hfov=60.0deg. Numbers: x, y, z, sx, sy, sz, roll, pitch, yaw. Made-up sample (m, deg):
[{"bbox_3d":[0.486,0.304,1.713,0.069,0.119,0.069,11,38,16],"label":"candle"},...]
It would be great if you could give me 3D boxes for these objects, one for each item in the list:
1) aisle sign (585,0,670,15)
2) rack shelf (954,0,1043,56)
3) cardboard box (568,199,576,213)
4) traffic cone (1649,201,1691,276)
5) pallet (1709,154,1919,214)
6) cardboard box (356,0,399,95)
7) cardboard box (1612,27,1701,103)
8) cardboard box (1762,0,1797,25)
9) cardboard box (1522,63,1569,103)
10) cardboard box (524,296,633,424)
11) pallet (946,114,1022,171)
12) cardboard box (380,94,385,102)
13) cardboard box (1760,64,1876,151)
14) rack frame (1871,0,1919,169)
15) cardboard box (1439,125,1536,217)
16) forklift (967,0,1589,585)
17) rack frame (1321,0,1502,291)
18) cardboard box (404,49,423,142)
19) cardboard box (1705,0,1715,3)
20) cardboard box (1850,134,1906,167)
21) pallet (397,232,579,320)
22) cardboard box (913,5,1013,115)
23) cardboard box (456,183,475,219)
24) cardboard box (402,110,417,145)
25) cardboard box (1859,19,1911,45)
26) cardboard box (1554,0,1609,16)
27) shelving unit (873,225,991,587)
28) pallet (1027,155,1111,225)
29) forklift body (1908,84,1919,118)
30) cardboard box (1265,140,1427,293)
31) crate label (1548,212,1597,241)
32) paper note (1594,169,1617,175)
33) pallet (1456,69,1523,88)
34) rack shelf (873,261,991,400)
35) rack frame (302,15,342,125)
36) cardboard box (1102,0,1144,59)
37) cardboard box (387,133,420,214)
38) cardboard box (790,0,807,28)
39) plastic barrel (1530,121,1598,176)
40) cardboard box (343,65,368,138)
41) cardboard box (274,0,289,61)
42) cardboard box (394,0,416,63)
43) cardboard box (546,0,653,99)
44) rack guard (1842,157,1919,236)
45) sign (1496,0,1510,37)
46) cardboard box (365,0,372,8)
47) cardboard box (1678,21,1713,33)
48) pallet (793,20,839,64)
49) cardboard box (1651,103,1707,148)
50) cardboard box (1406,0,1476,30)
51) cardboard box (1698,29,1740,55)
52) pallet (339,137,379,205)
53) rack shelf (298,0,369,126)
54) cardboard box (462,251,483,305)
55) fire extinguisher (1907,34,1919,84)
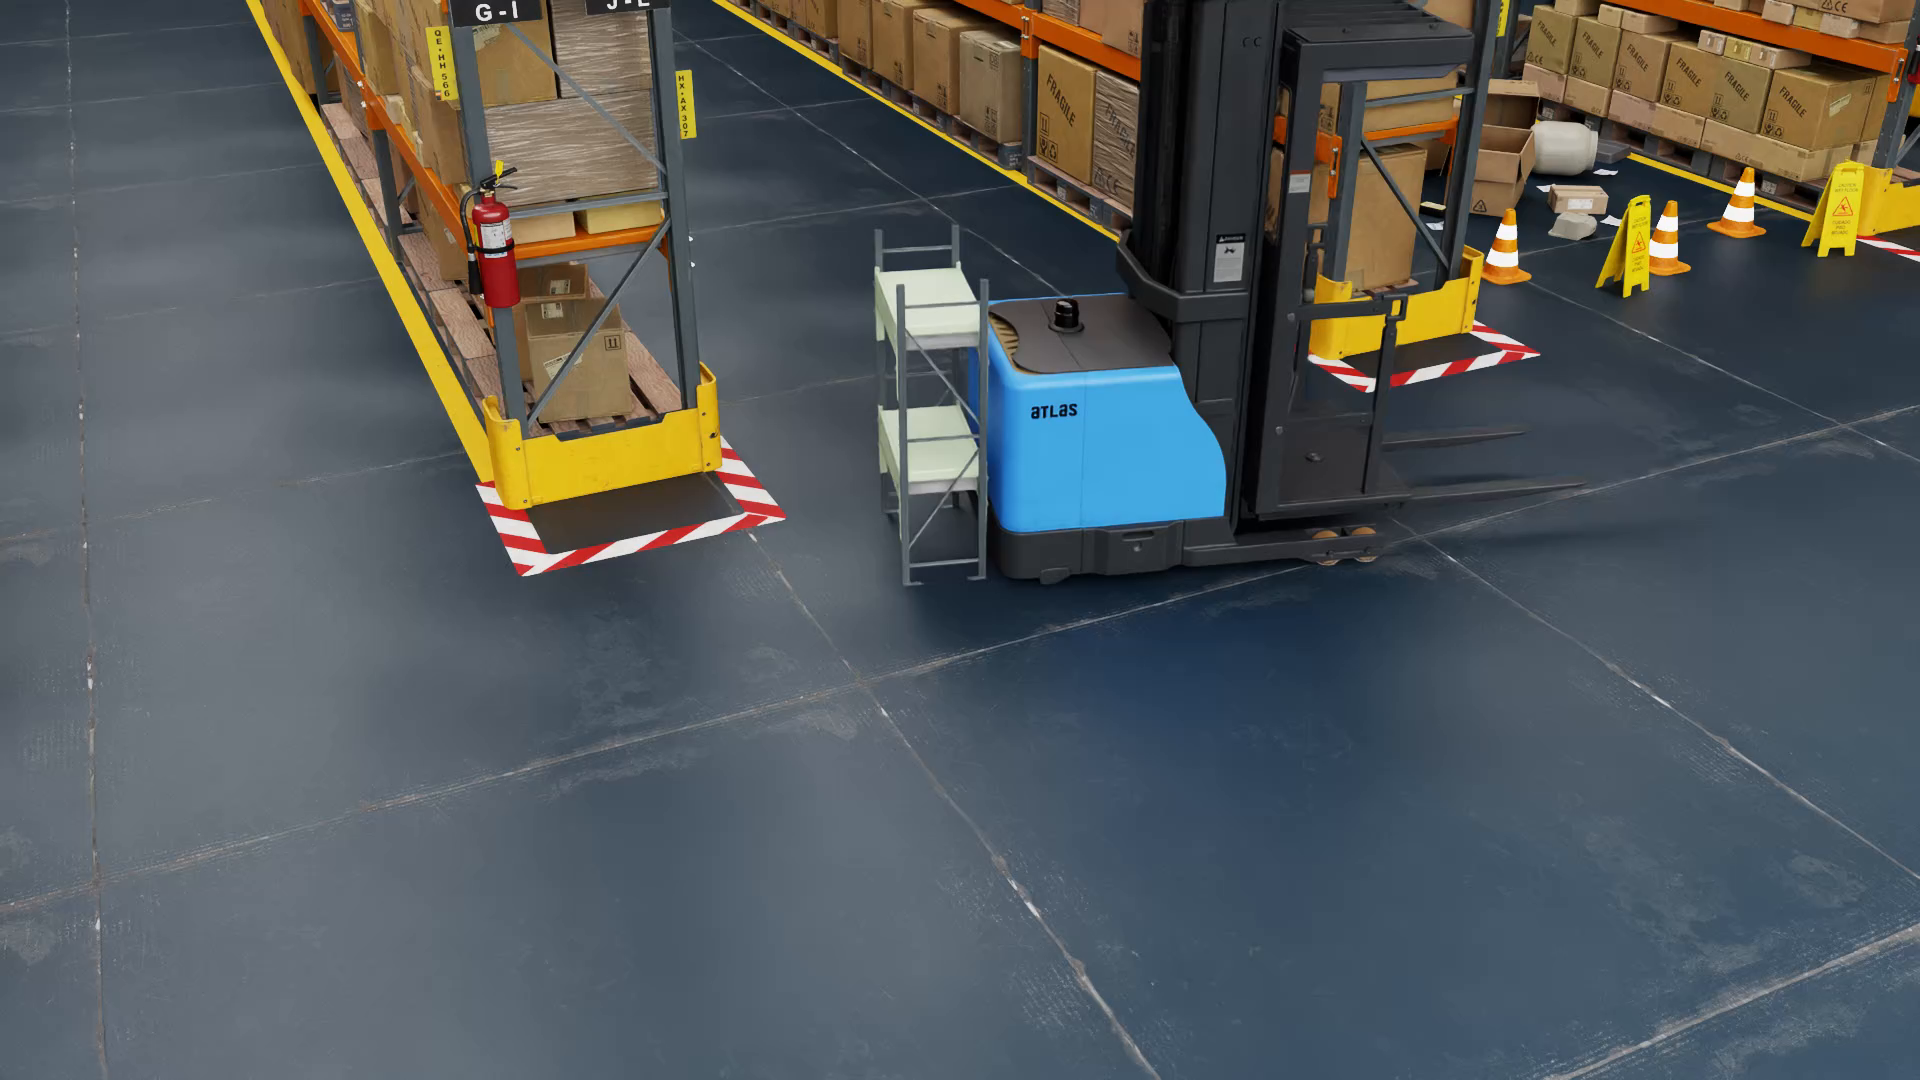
[{"bbox_3d":[-1.531,-2.786,7.494,0.394,0.787,0.004,-13,32,-22],"label":"aisle sign"},{"bbox_3d":[0.118,-4.950,14.747,1.077,0.370,4.000,-13,32,-22],"label":"rack shelf"},{"bbox_3d":[-1.826,-1.798,8.646,0.380,0.149,0.250,-13,32,-22],"label":"cardboard box"},{"bbox_3d":[4.915,-2.127,11.570,0.336,0.463,0.334,-13,32,-22],"label":"traffic cone"},{"bbox_3d":[6.772,-2.881,13.172,1.003,0.211,1.213,-13,32,-22],"label":"pallet"},{"bbox_3d":[-3.226,-3.117,10.336,0.875,0.500,0.500,-13,32,-22],"label":"cardboard box"},{"bbox_3d":[5.875,-3.995,13.922,0.500,0.500,0.500,-11,31,-19],"label":"cardboard box"},{"bbox_3d":[6.330,-4.022,12.613,0.380,0.149,0.250,-13,32,-21],"label":"cardboard box"},{"bbox_3d":[5.414,-4.131,14.932,0.500,0.250,0.500,-15,32,-24],"label":"cardboard box"},{"bbox_3d":[-2.082,-0.989,9.073,0.500,0.500,0.500,-7,30,-13],"label":"cardboard box"},{"bbox_3d":[0.578,-3.489,14.257,1.003,0.211,1.213,-13,32,-22],"label":"pallet"},{"bbox_3d":[-3.497,-2.898,10.609,0.380,0.149,0.250,-13,32,-22],"label":"cardboard box"},{"bbox_3d":[6.542,-3.308,12.697,0.500,0.500,0.500,-13,32,-22],"label":"cardboard box"},{"bbox_3d":[7.122,-3.698,11.777,1.000,3.000,0.127,-13,32,-22],"label":"rack frame"},{"bbox_3d":[4.081,-2.853,12.824,0.637,0.503,0.797,13,32,21],"label":"cardboard box"},{"bbox_3d":[1.596,-1.404,7.757,3.031,2.935,1.130,-5,30,-9],"label":"forklift"},{"bbox_3d":[2.694,-2.614,9.844,1.000,3.000,0.127,-13,32,-22],"label":"rack frame"},{"bbox_3d":[-2.539,-2.465,9.172,0.875,0.500,0.500,-13,32,-22],"label":"cardboard box"},{"bbox_3d":[6.129,-4.388,13.265,0.380,0.149,0.250,-13,32,-22],"label":"cardboard box"},{"bbox_3d":[7.025,-3.096,13.086,0.500,0.250,0.500,-13,32,-22],"label":"cardboard box"},{"bbox_3d":[-3.226,-1.878,11.384,1.003,0.211,1.213,-13,32,-22],"label":"pallet"},{"bbox_3d":[0.219,-4.265,14.659,1.050,0.750,0.750,-13,32,-22],"label":"cardboard box"},{"bbox_3d":[-2.398,-1.800,8.650,0.380,0.149,0.250,-13,32,-22],"label":"cardboard box"},{"bbox_3d":[-3.069,-2.456,9.820,0.380,0.149,0.250,-13,32,-22],"label":"cardboard box"},{"bbox_3d":[6.768,-3.708,12.053,0.380,0.149,0.250,-12,31,-20],"label":"cardboard box"},{"bbox_3d":[5.413,-4.673,14.469,0.380,0.149,0.250,-13,32,-21],"label":"cardboard box"},{"bbox_3d":[-0.139,-0.632,7.844,0.431,1.500,0.755,-5,30,-9],"label":"shelving unit"},{"bbox_3d":[1.233,-2.812,13.049,1.003,0.211,1.213,-13,32,-22],"label":"pallet"},{"bbox_3d":[9.141,-4.826,14.657,2.313,2.155,1.214,-13,32,-22],"label":"forklift body"},{"bbox_3d":[2.343,-2.156,10.771,0.875,0.875,0.875,-13,32,-22],"label":"cardboard box"},{"bbox_3d":[4.522,-2.319,12.246,0.298,0.136,0.250,19,34,30],"label":"crate label"},{"bbox_3d":[5.277,-3.008,13.584,0.148,0.019,0.142,26,38,38],"label":"paper note"},{"bbox_3d":[5.069,-4.592,16.223,1.003,0.211,1.213,-13,32,-22],"label":"pallet"},{"bbox_3d":[-0.139,-0.973,7.654,0.431,0.370,0.720,-5,30,-9],"label":"rack shelf"},{"bbox_3d":[-5.263,-5.151,14.369,1.000,3.000,0.127,-13,32,-22],"label":"rack frame"},{"bbox_3d":[1.528,-3.784,11.778,0.875,0.550,0.550,-13,32,-22],"label":"cardboard box"},{"bbox_3d":[-3.790,-2.761,12.213,0.700,0.500,0.500,-16,33,-26],"label":"cardboard box"},{"bbox_3d":[-1.478,-5.706,17.486,0.500,0.500,0.500,-12,31,-20],"label":"cardboard box"},{"bbox_3d":[4.867,-3.168,13.468,0.512,0.421,0.421,7,30,13],"label":"plastic barrel"},{"bbox_3d":[-4.708,-3.718,13.920,0.700,0.500,0.500,-16,33,-26],"label":"cardboard box"},{"bbox_3d":[-5.916,-5.112,16.042,1.225,0.875,0.875,-13,32,-22],"label":"cardboard box"},{"bbox_3d":[-2.720,-2.858,8.852,0.500,0.500,0.500,-13,32,-22],"label":"cardboard box"},{"bbox_3d":[-1.819,-2.526,8.260,0.500,0.500,0.500,-13,32,-22],"label":"cardboard box"},{"bbox_3d":[7.089,-2.641,12.448,1.175,0.500,0.348,-13,32,-22],"label":"rack guard"},{"bbox_3d":[3.198,-3.140,9.816,0.100,0.325,0.005,-13,32,-22],"label":"sign"},{"bbox_3d":[-3.366,-3.521,10.033,0.500,0.500,0.500,-13,32,-22],"label":"cardboard box"},{"bbox_3d":[6.341,-4.121,14.148,0.500,0.500,0.500,-11,31,-19],"label":"cardboard box"},{"bbox_3d":[-1.074,-5.277,17.444,1.003,0.211,1.213,-13,32,-22],"label":"pallet"},{"bbox_3d":[6.087,-3.443,13.704,0.500,0.250,0.500,-14,32,-24],"label":"cardboard box"},{"bbox_3d":[2.570,-3.322,9.850,0.875,0.550,0.550,-13,32,-22],"label":"cardboard box"},{"bbox_3d":[6.107,-3.967,13.210,0.380,0.149,0.250,-12,31,-20],"label":"cardboard box"},{"bbox_3d":[-4.409,-3.051,13.475,1.003,0.211,1.213,-13,32,-22],"label":"pallet"},{"bbox_3d":[-4.405,-3.953,12.969,1.077,0.370,4.000,-13,32,-22],"label":"rack shelf"},{"bbox_3d":[-2.820,-1.782,10.488,0.500,0.500,0.500,-16,33,-26],"label":"cardboard box"},{"bbox_3d":[6.755,-3.517,11.533,0.296,0.674,0.183,-13,32,-22],"label":"fire extinguisher"}]
